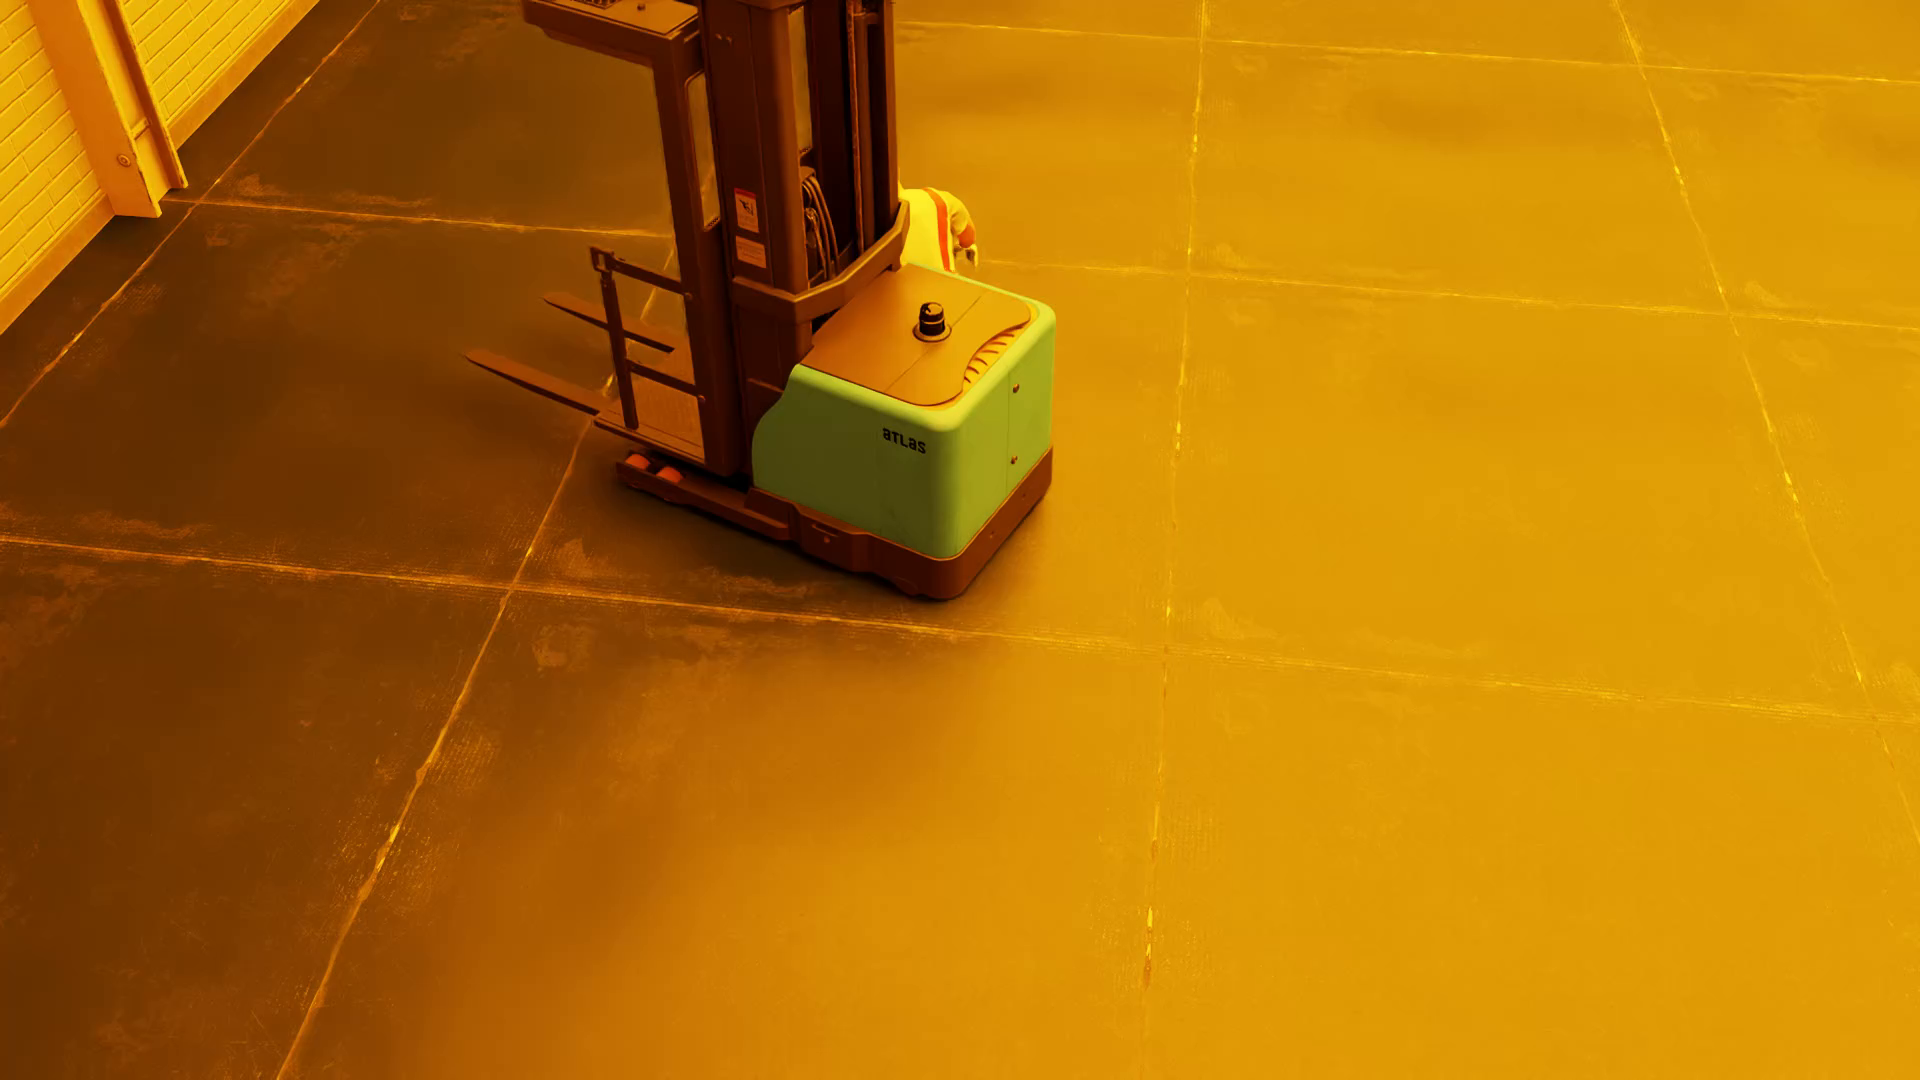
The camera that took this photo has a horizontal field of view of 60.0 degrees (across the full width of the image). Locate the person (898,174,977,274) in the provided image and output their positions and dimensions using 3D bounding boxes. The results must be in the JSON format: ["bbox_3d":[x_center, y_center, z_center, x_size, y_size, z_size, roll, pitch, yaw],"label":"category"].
[{"bbox_3d":[-0.396,-1.380,8.333,1.032,1.407,1.191,-13,44,-13],"label":"person"}]

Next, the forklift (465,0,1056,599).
[{"bbox_3d":[-1.088,-1.554,7.416,3.031,2.935,1.130,21,47,22],"label":"forklift"}]
